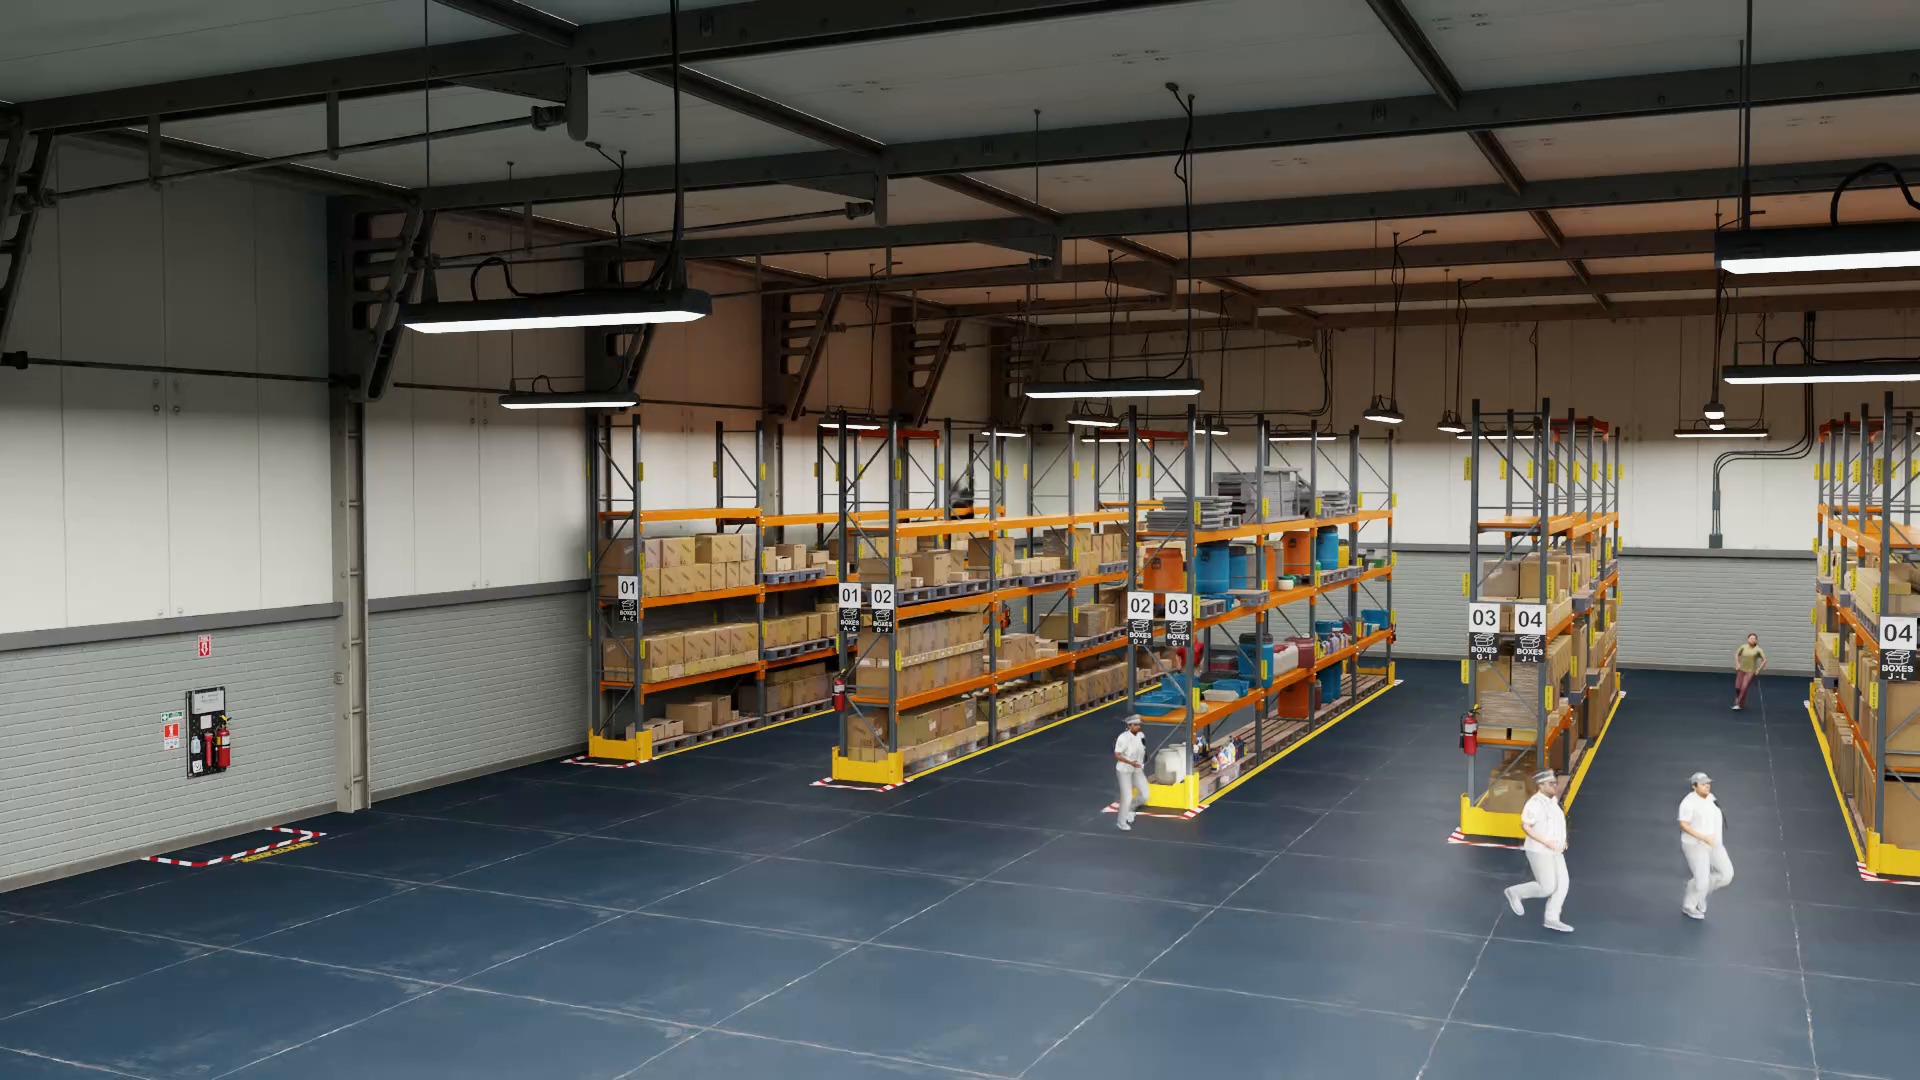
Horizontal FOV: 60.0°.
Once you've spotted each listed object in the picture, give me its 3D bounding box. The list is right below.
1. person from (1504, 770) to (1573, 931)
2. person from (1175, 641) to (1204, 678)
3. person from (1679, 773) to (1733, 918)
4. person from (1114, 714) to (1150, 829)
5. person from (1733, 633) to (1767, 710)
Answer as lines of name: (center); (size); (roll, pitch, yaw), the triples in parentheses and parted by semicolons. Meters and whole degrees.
person: (6.386, 3.373, 18.248); (0.654, 1.742, 0.753); (-2, 3, -43)
person: (4.831, 2.739, 34.743); (0.663, 1.717, 0.816); (0, 2, 11)
person: (8.350, 3.423, 18.644); (0.599, 1.630, 0.527); (-1, 3, -25)
person: (2.438, 3.246, 23.270); (0.597, 1.638, 0.600); (-1, 3, -26)
person: (16.591, 2.758, 34.926); (0.641, 1.615, 0.590); (2, 3, 36)
